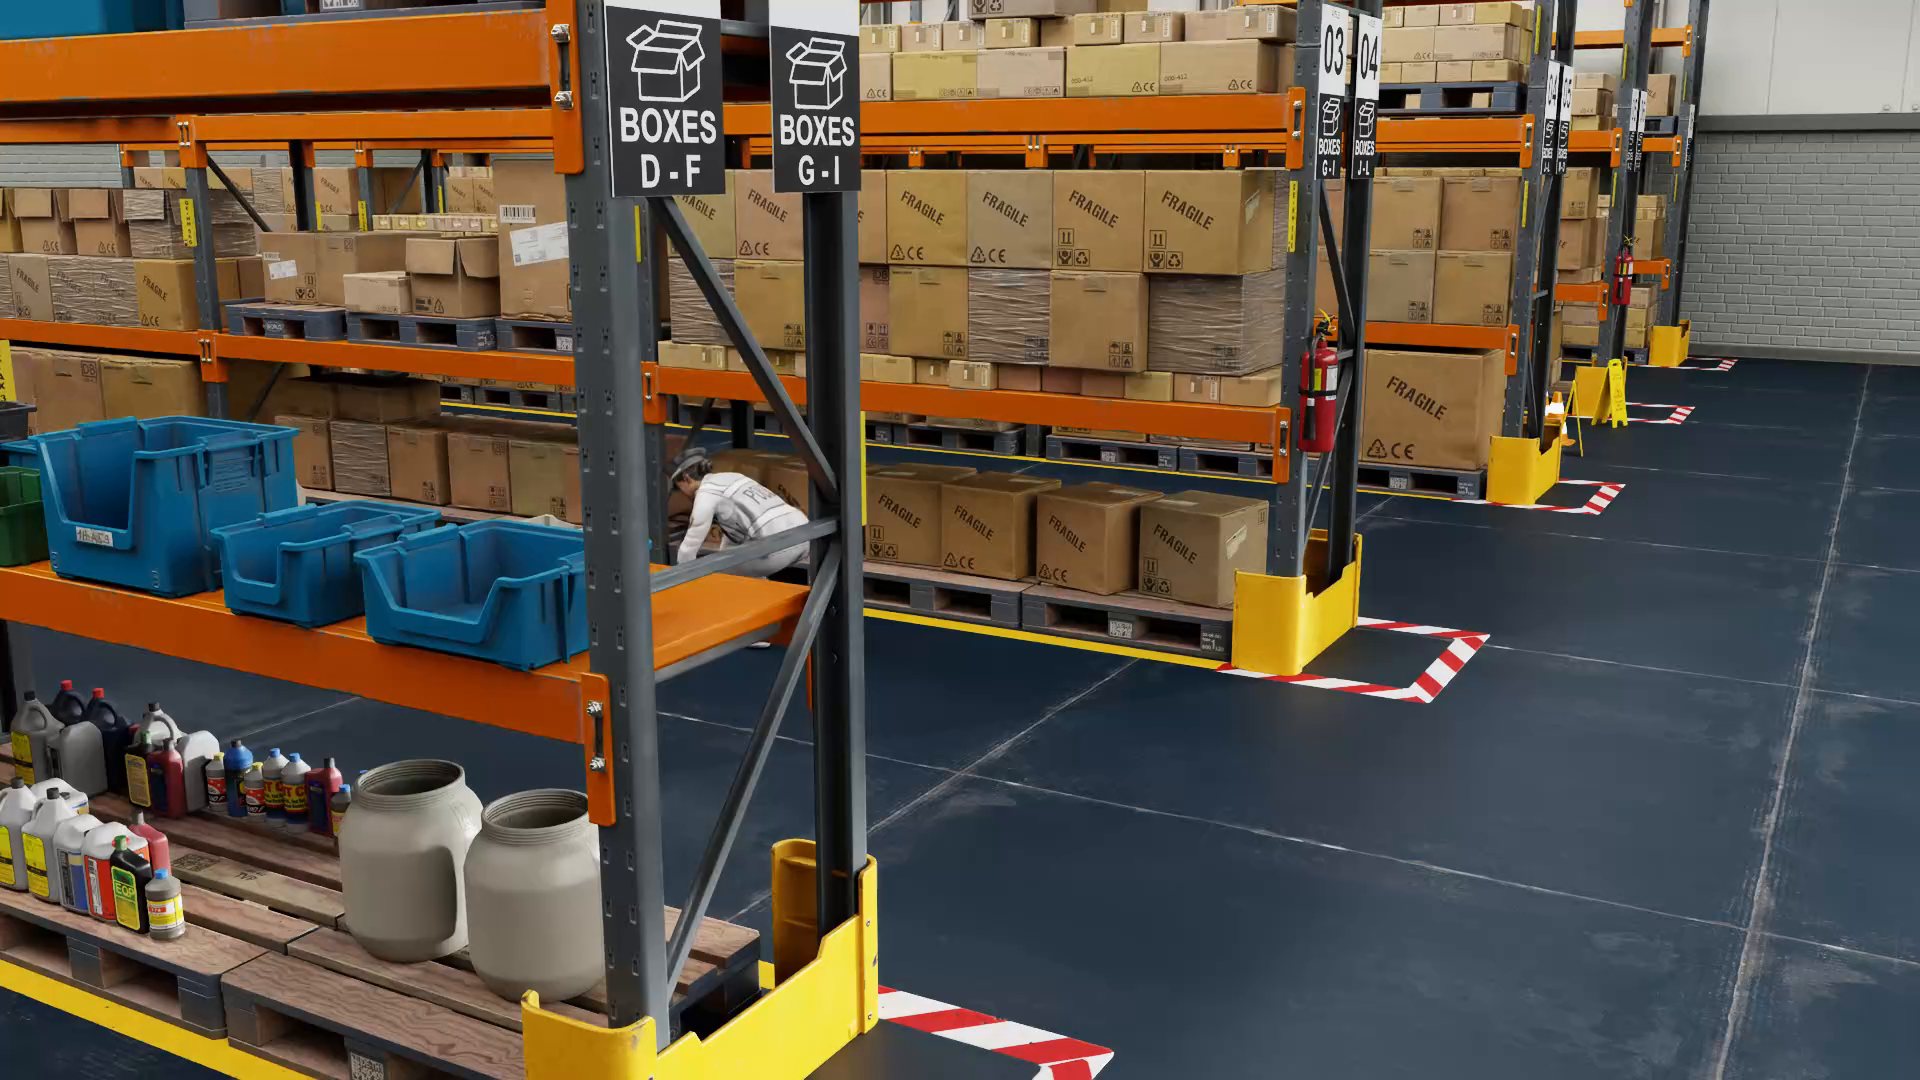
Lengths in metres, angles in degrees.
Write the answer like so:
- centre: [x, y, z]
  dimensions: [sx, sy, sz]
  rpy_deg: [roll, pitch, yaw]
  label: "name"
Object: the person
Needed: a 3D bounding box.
- centre: [-1.187, 0.033, 8.785]
  dimensions: [0.837, 1.028, 0.497]
  rpy_deg: [7, 14, 28]
  label: "person"
